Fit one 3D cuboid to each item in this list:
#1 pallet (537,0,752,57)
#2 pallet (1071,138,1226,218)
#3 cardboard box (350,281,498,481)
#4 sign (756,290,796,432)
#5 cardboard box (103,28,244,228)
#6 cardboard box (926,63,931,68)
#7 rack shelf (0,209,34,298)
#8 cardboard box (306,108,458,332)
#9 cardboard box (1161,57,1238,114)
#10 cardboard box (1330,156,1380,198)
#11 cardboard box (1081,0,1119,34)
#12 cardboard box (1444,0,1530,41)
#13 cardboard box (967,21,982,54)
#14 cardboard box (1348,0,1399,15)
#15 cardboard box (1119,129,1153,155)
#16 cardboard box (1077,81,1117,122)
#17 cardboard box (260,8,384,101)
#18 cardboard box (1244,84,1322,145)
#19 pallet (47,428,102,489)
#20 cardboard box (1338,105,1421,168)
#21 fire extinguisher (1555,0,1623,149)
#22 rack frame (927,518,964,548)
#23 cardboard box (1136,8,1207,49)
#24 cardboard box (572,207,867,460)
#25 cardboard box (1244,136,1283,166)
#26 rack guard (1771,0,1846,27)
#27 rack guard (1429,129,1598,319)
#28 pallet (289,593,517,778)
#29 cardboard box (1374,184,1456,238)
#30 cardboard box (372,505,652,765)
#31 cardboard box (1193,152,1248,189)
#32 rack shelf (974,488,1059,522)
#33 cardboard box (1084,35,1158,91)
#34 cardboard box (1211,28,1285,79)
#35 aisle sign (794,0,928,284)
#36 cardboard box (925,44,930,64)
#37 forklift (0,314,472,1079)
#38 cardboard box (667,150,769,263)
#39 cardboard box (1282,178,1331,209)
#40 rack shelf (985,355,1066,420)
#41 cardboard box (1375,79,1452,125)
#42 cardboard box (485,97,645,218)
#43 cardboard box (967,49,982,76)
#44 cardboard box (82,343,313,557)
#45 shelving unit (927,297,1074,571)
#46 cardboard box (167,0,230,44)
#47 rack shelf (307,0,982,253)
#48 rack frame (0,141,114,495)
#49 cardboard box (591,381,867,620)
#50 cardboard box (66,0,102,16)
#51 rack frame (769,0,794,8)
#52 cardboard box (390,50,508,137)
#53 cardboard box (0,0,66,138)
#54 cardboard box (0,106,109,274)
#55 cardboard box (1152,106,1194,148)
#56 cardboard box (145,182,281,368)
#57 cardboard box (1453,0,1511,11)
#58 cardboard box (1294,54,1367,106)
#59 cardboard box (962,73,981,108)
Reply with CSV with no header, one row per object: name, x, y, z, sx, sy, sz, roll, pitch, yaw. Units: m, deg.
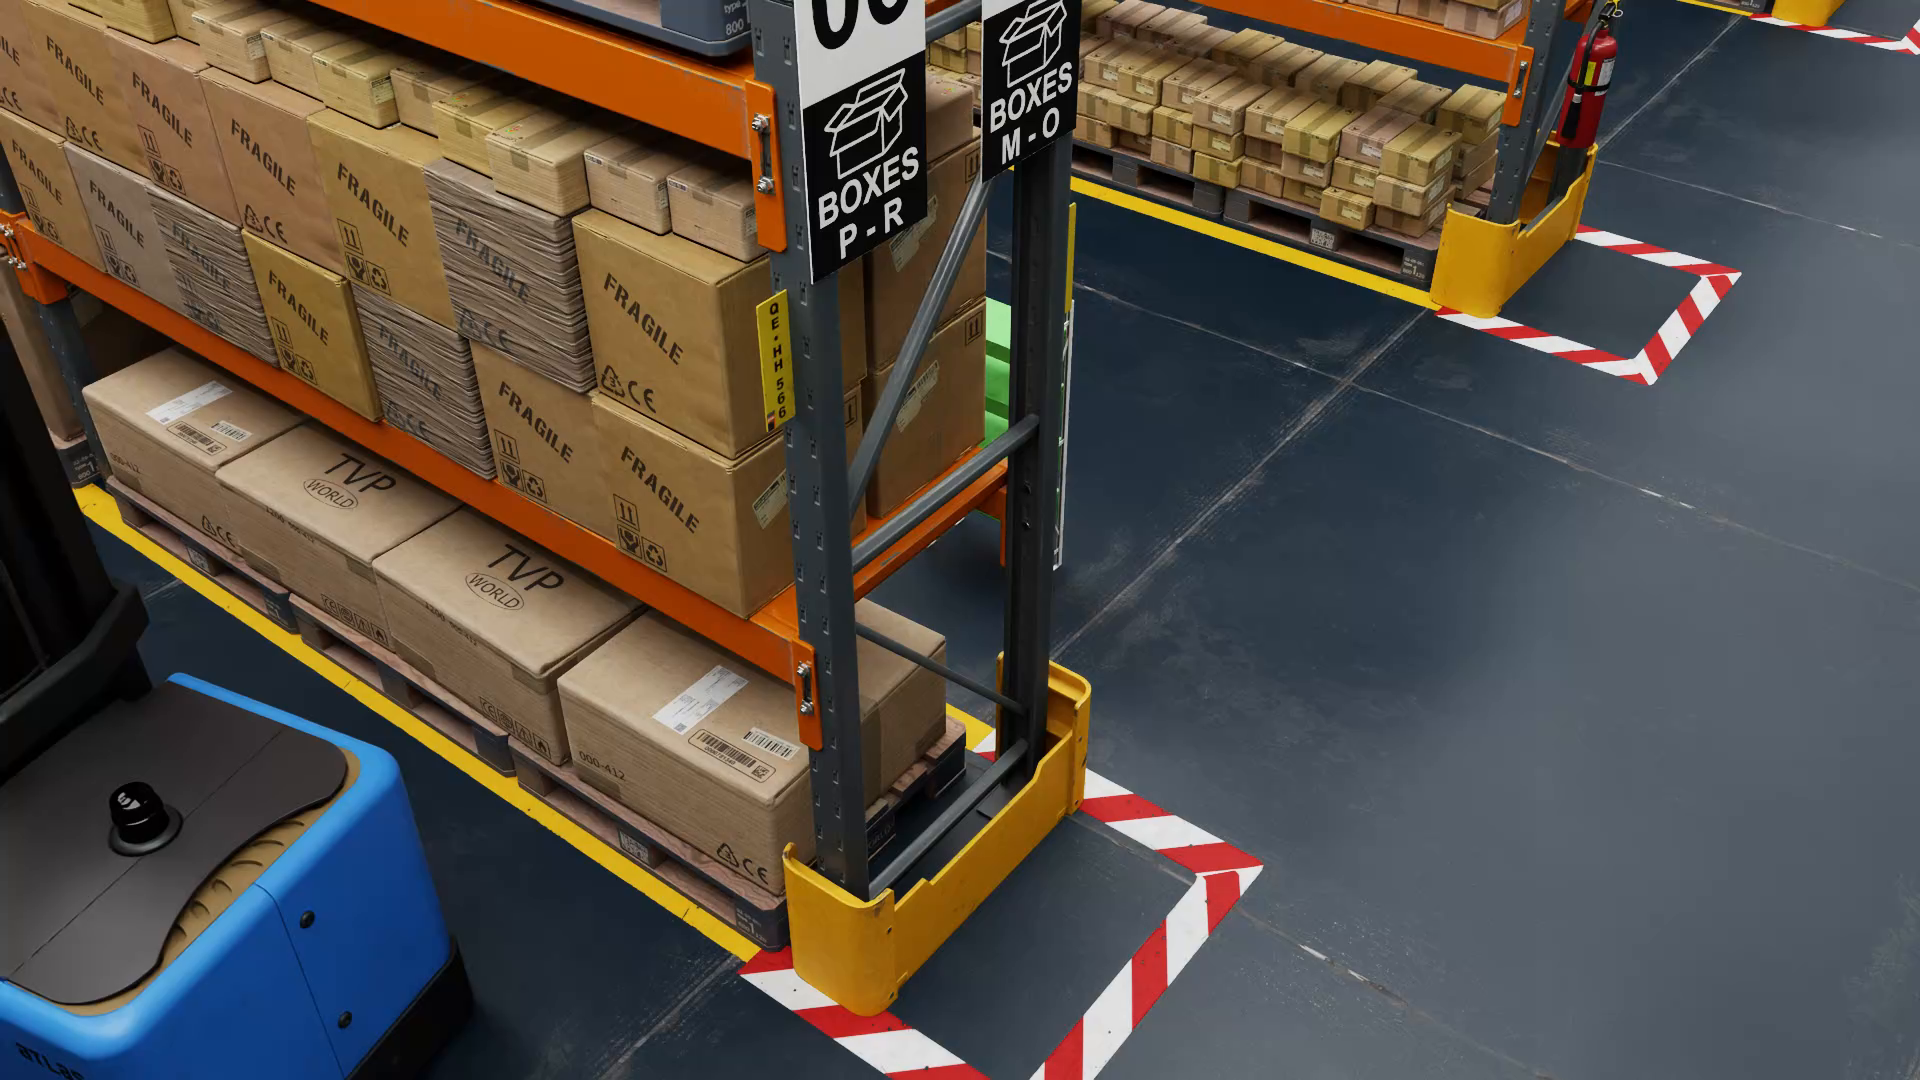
pallet,-0.660,-1.526,3.904,1.213,0.211,1.003,25,45,29
pallet,1.214,-2.278,9.488,1.213,0.211,1.003,25,45,29
cardboard box,-1.412,-0.580,4.977,0.500,0.500,0.500,27,45,30
sign,-0.405,-0.395,3.690,0.005,0.325,0.100,25,45,29
cardboard box,-2.213,-1.351,5.150,0.500,0.500,0.500,26,45,29
cardboard box,-0.220,-2.816,9.885,0.250,0.149,0.380,23,44,27
rack shelf,-4.830,-2.071,7.545,4.000,0.370,1.077,25,45,29
cardboard box,-1.415,-0.972,4.666,0.500,0.500,0.500,25,44,28
cardboard box,1.285,-2.431,8.911,0.250,0.149,0.380,24,44,27
cardboard box,2.096,-1.910,8.488,0.250,0.149,0.380,24,44,28
cardboard box,0.714,-3.036,9.684,0.250,0.149,0.380,27,45,30
cardboard box,2.432,-2.453,7.654,0.250,0.149,0.380,25,45,29
cardboard box,0.247,-2.910,9.523,0.250,0.149,0.380,25,44,28
cardboard box,2.049,-2.651,7.907,0.250,0.149,0.380,25,44,28
cardboard box,1.090,-2.289,9.212,0.250,0.149,0.380,27,45,30
cardboard box,0.829,-2.467,9.198,0.250,0.149,0.380,25,44,28
cardboard box,-1.715,-1.390,4.674,0.250,0.149,0.380,27,45,30
cardboard box,1.674,-2.205,8.622,0.250,0.149,0.380,23,44,27
pallet,-3.900,-0.759,7.548,1.213,0.211,1.003,25,45,29
cardboard box,2.124,-2.042,8.414,0.250,0.149,0.380,26,45,29
fire extinguisher,2.783,-2.071,7.327,0.183,0.674,0.296,25,45,29
rack frame,-0.062,-0.502,6.418,0.015,1.200,0.240,25,45,29
cardboard box,1.207,-2.885,9.491,0.250,0.149,0.380,24,44,27
cardboard box,-0.591,-0.604,4.196,0.500,0.500,0.500,27,45,30
cardboard box,1.706,-2.131,8.769,0.250,0.149,0.380,25,44,28
rack guard,5.976,-3.966,11.410,0.348,0.500,1.175,25,45,29
rack guard,2.803,-1.613,8.404,0.348,0.500,1.175,25,45,29
pallet,-1.711,0.273,6.230,1.213,0.211,1.003,25,45,29
cardboard box,2.318,-1.706,8.468,0.250,0.149,0.380,26,45,29
cardboard box,-1.381,0.200,5.799,0.875,0.438,0.875,27,45,30
cardboard box,1.450,-2.045,8.901,0.250,0.149,0.380,23,44,27
rack shelf,0.131,-0.171,6.488,0.480,0.148,0.258,25,45,29
cardboard box,0.887,-2.627,9.161,0.250,0.149,0.380,23,44,27
cardboard box,1.596,-2.691,9.243,0.250,0.149,0.380,26,45,29
aisle sign,-0.195,-0.952,3.423,0.004,0.787,0.394,25,45,29
cardboard box,-0.221,-2.934,9.795,0.250,0.149,0.380,27,46,30
forklift,-2.998,0.136,4.199,3.031,2.935,1.130,16,41,19
cardboard box,-0.471,-0.831,3.960,0.250,0.149,0.380,26,45,29
cardboard box,1.895,-1.894,8.708,0.250,0.149,0.380,25,44,28
rack shelf,0.131,-0.549,6.192,0.480,0.148,0.258,25,45,29
cardboard box,2.361,-2.252,8.683,0.250,0.149,0.380,26,45,29
cardboard box,-0.943,-0.970,4.138,0.250,0.149,0.380,25,44,28
cardboard box,0.250,-2.809,9.636,0.250,0.149,0.380,25,44,28
cardboard box,-2.808,-0.474,6.659,0.875,0.438,0.875,25,44,28
shelving unit,0.131,-0.410,6.301,0.503,1.200,0.258,25,45,29
cardboard box,-2.103,-1.594,4.934,0.250,0.149,0.380,25,45,28
rack shelf,-1.653,-1.754,4.707,4.000,0.370,1.077,25,45,29
rack frame,-3.241,-1.605,6.366,0.127,3.000,1.000,25,45,29
cardboard box,-0.608,-0.197,4.487,0.500,0.500,0.500,26,45,29
cardboard box,-2.546,-1.762,5.148,0.250,0.149,0.380,25,44,28
rack frame,-0.064,-2.469,2.604,0.127,3.000,1.000,25,45,29
cardboard box,-1.283,-1.217,4.453,0.250,0.149,0.380,25,44,28
cardboard box,-3.010,-1.741,5.648,0.500,0.500,0.500,26,45,29
cardboard box,-3.027,-1.340,5.947,0.500,0.500,0.500,27,45,30
cardboard box,1.245,-2.273,8.950,0.250,0.149,0.380,28,46,31
cardboard box,-2.239,-0.960,5.462,0.500,0.500,0.500,26,45,29
cardboard box,2.350,-2.767,7.529,0.500,0.500,0.500,26,45,29
cardboard box,1.992,-2.462,8.950,0.250,0.149,0.380,23,44,27
cardboard box,0.220,-2.648,9.671,0.250,0.149,0.380,25,44,28
